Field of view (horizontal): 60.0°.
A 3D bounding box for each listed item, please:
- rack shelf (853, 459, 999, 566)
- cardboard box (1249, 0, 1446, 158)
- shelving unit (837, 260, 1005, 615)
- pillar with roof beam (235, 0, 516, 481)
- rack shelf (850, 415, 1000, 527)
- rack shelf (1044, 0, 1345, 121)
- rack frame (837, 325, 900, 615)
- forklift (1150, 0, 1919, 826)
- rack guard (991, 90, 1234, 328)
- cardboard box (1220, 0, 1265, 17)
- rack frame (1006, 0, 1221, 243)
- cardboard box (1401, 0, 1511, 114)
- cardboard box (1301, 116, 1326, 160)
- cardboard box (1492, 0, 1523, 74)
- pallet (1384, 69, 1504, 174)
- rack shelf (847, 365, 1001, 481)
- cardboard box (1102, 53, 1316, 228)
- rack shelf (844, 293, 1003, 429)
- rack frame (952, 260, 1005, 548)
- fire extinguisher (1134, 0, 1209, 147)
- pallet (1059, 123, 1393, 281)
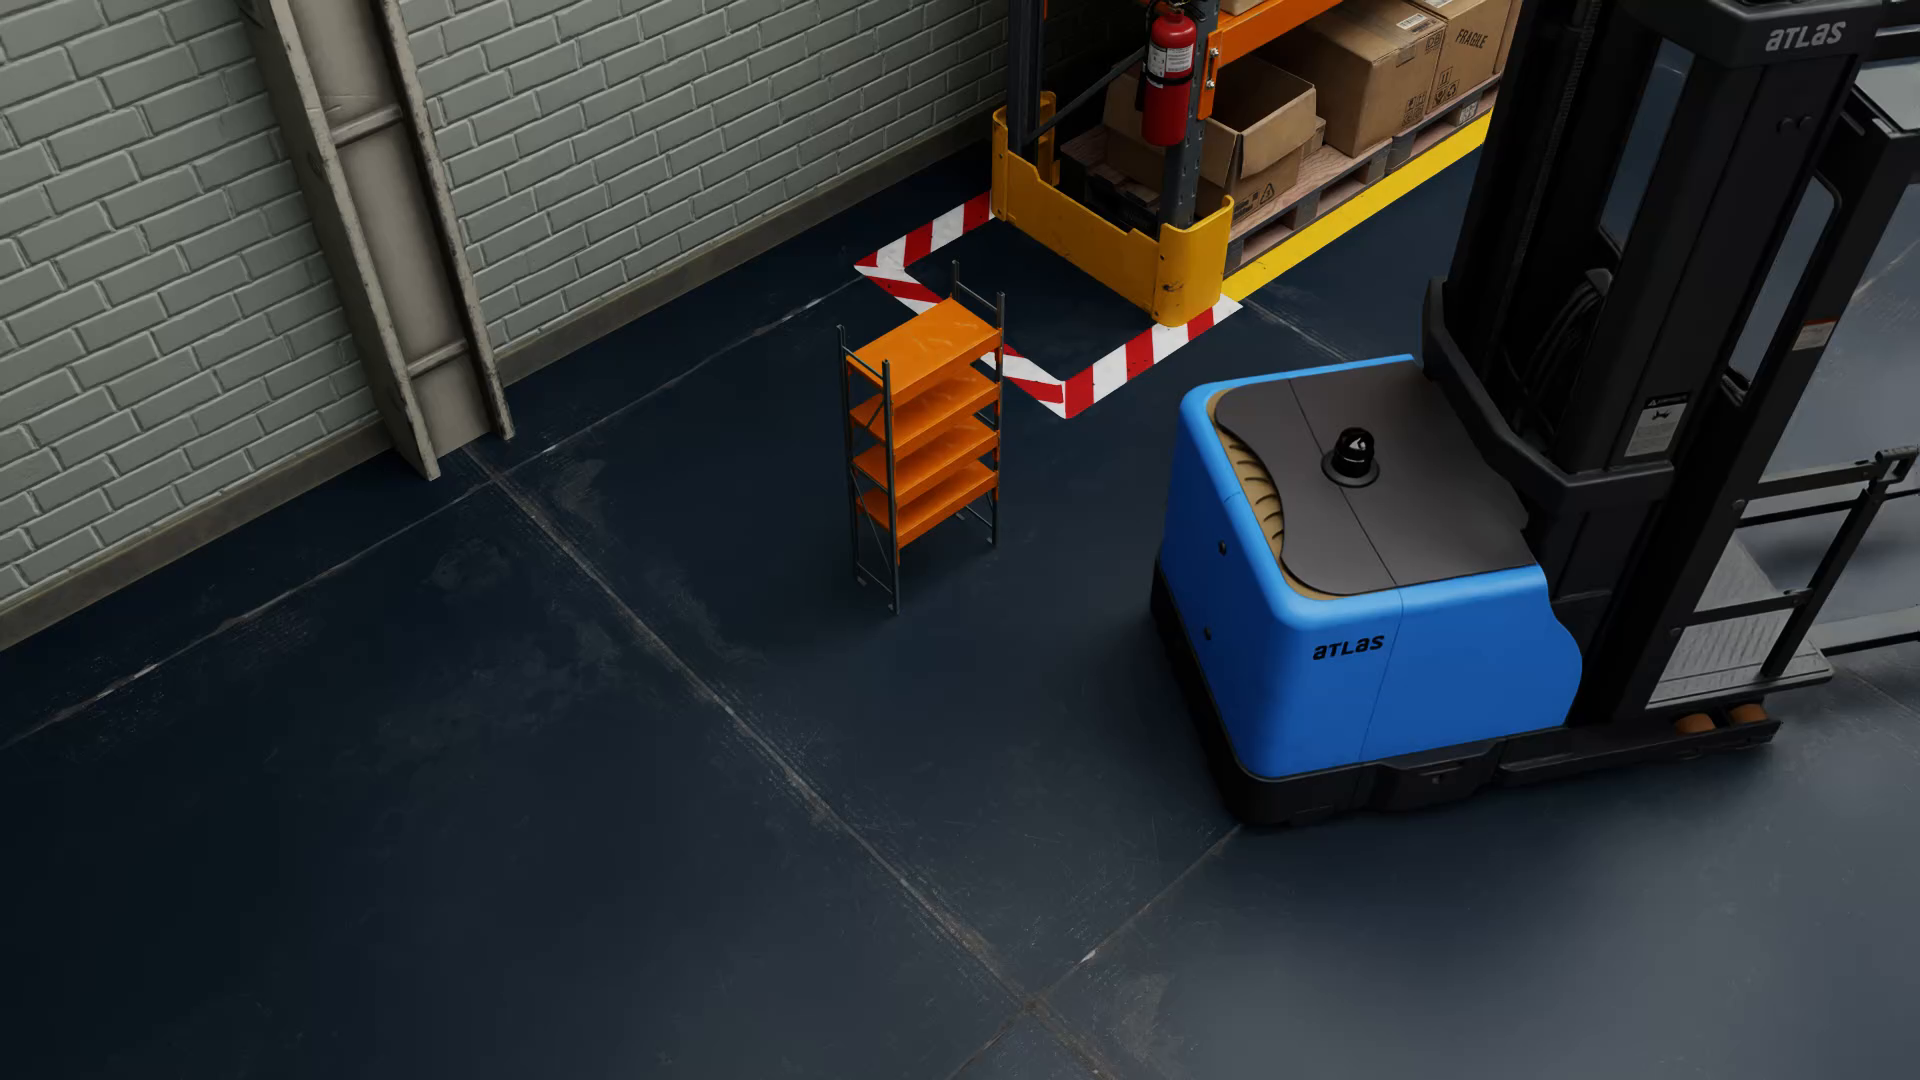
[{"bbox_3d":[-0.122,-0.145,5.929,0.480,0.148,0.258,-34,56,-27],"label":"rack shelf"},{"bbox_3d":[1.755,-2.215,7.668,0.500,0.500,0.700,-32,55,-26],"label":"cardboard box"},{"bbox_3d":[-0.122,-0.325,5.734,0.503,1.200,0.258,-34,56,-27],"label":"shelving unit"},{"bbox_3d":[0.875,-1.118,1.159,0.400,9.000,9.100,-34,56,-27],"label":"pillar with roof beam"},{"bbox_3d":[-0.122,-0.279,5.783,0.480,0.148,0.258,-34,56,-27],"label":"rack shelf"},{"bbox_3d":[2.060,-3.013,7.478,4.000,0.370,1.077,-34,56,-27],"label":"rack shelf"},{"bbox_3d":[-0.303,-0.204,5.622,0.015,1.200,0.240,-34,56,-27],"label":"rack frame"},{"bbox_3d":[2.250,-0.633,4.840,3.031,2.935,1.130,-9,48,-8],"label":"forklift"},{"bbox_3d":[0.637,-1.458,7.255,0.348,0.500,1.175,-34,56,-27],"label":"rack guard"},{"bbox_3d":[1.008,-2.196,6.406,0.250,0.149,0.380,-34,56,-27],"label":"cardboard box"},{"bbox_3d":[0.580,-2.268,6.301,0.127,3.000,1.000,-34,56,-27],"label":"rack frame"},{"bbox_3d":[2.214,-2.422,7.859,0.500,0.500,0.500,-33,55,-27],"label":"cardboard box"},{"bbox_3d":[1.437,-1.883,7.601,0.250,0.149,0.380,-36,57,-28],"label":"cardboard box"},{"bbox_3d":[2.523,-2.728,8.141,0.500,0.500,0.700,-36,57,-28],"label":"cardboard box"},{"bbox_3d":[2.128,-2.354,8.279,1.213,0.211,1.003,-34,56,-27],"label":"pallet"},{"bbox_3d":[-0.122,-0.431,5.619,0.480,0.148,0.258,-34,56,-27],"label":"rack shelf"},{"bbox_3d":[1.097,-1.815,7.296,0.637,0.503,0.797,-36,57,-28],"label":"cardboard box"},{"bbox_3d":[-0.122,-0.591,5.445,0.480,0.148,0.258,-34,56,-27],"label":"rack shelf"},{"bbox_3d":[0.058,-0.446,5.845,0.015,1.200,0.240,-34,56,-27],"label":"rack frame"},{"bbox_3d":[0.783,-1.791,6.168,0.183,0.674,0.296,-34,56,-27],"label":"fire extinguisher"},{"bbox_3d":[1.226,-1.754,7.725,1.213,0.211,1.003,-34,56,-27],"label":"pallet"}]
